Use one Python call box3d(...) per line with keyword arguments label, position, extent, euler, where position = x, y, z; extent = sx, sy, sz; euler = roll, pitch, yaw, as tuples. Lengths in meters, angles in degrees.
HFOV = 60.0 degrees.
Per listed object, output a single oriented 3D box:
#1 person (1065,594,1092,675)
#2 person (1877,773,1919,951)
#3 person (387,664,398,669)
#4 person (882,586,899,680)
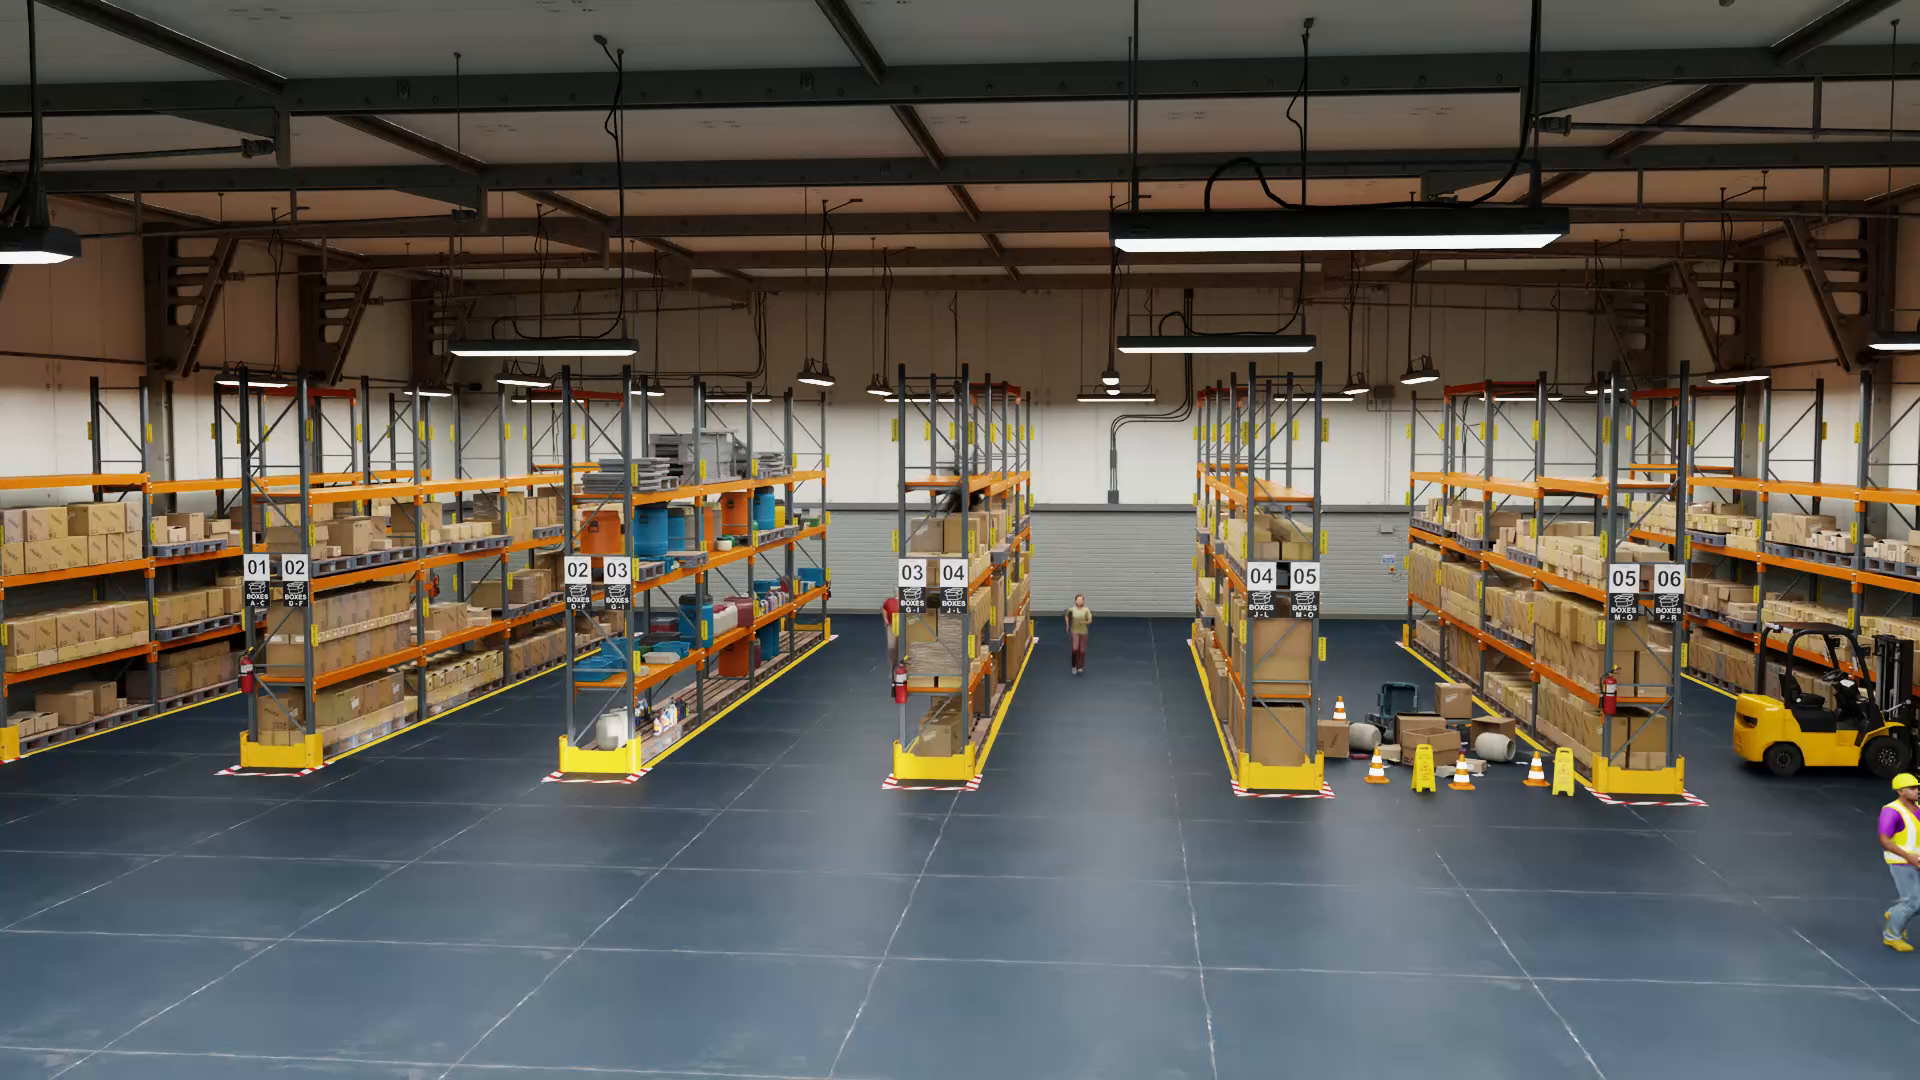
box3d(label="person", position=(2.460, 1.960, 34.401), extent=(0.548, 1.670, 0.670), euler=(0, 4, -1))
box3d(label="person", position=(9.191, 3.111, 16.062), extent=(0.709, 1.723, 0.513), euler=(-2, 4, -29))
box3d(label="person", position=(-11.310, 2.033, 32.722), extent=(0.659, 1.732, 0.600), euler=(0, 4, 2))
box3d(label="person", position=(-1.227, 1.811, 32.738), extent=(0.648, 1.810, 0.698), euler=(0, 4, 4))
